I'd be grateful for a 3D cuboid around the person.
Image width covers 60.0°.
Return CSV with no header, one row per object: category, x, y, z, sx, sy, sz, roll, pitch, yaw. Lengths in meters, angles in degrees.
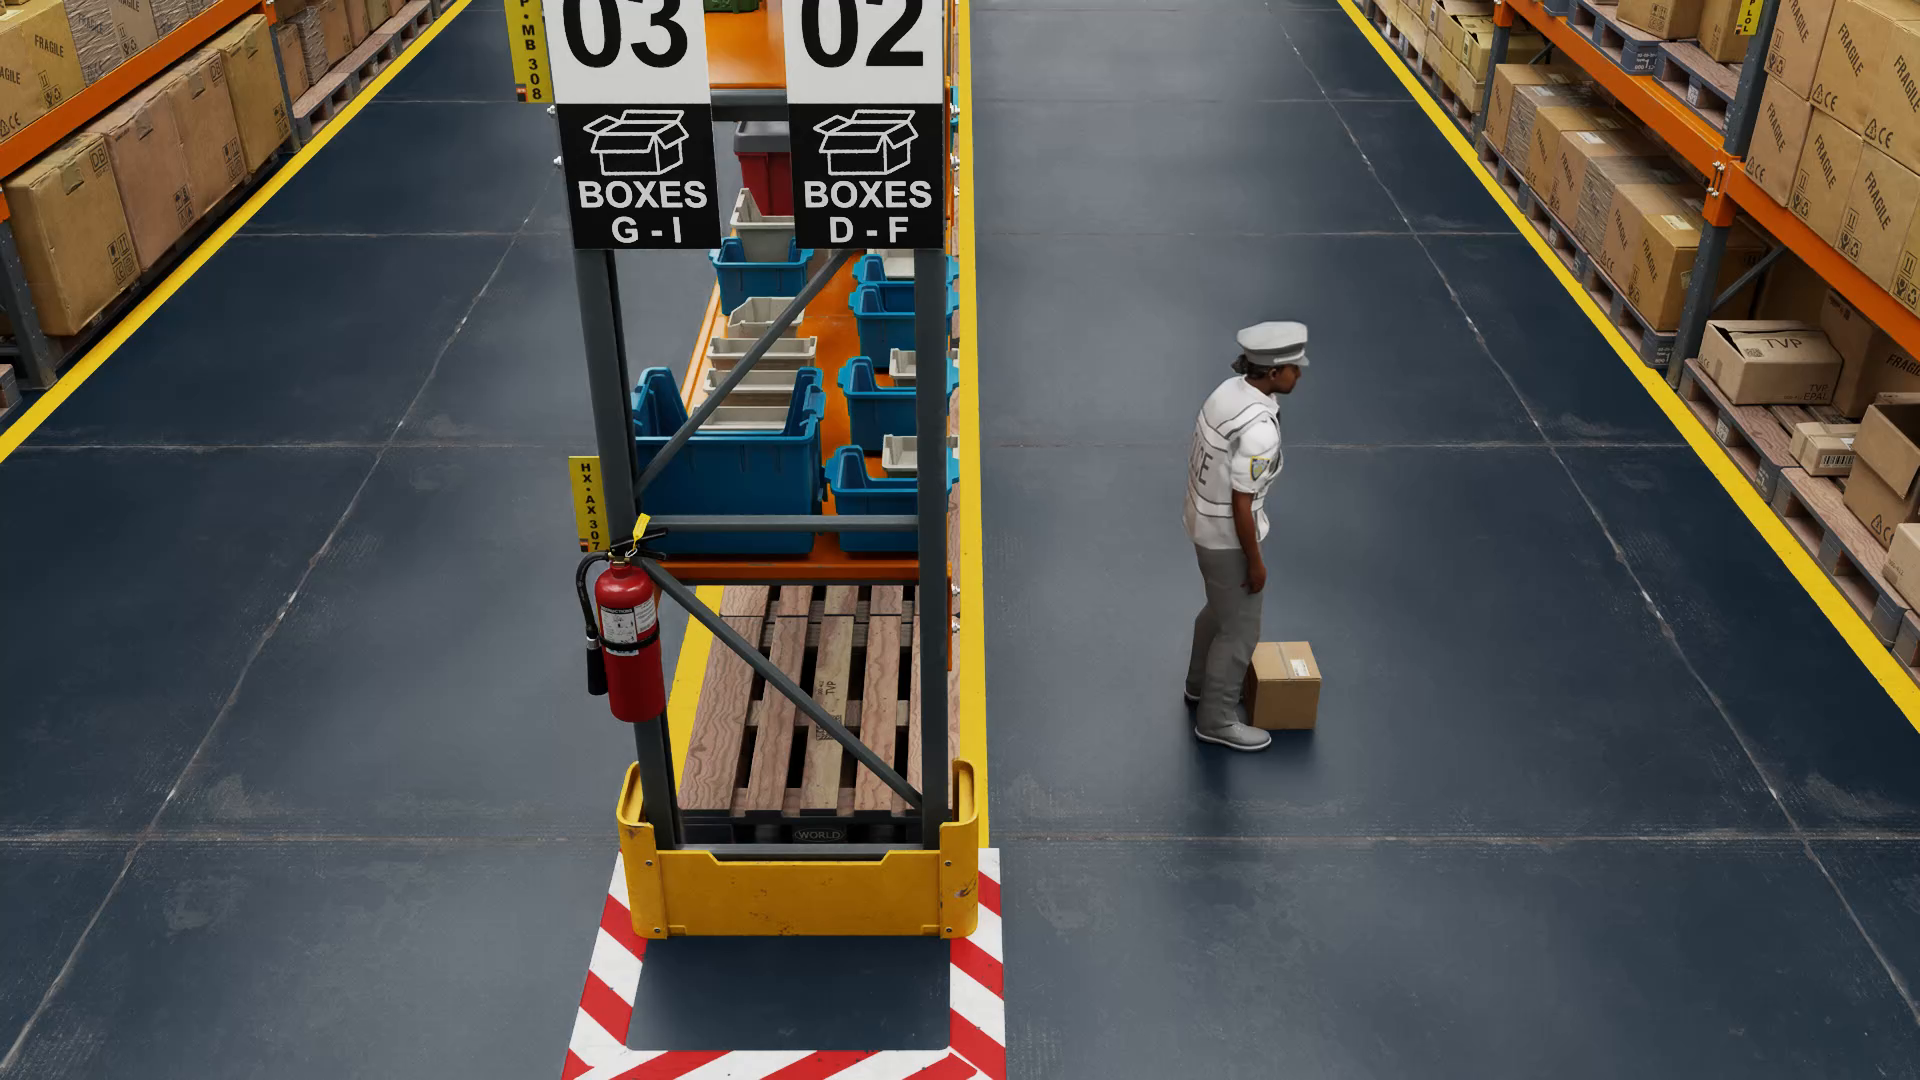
person,1.040,-0.018,6.223,0.398,1.659,0.521,-1,31,-1
